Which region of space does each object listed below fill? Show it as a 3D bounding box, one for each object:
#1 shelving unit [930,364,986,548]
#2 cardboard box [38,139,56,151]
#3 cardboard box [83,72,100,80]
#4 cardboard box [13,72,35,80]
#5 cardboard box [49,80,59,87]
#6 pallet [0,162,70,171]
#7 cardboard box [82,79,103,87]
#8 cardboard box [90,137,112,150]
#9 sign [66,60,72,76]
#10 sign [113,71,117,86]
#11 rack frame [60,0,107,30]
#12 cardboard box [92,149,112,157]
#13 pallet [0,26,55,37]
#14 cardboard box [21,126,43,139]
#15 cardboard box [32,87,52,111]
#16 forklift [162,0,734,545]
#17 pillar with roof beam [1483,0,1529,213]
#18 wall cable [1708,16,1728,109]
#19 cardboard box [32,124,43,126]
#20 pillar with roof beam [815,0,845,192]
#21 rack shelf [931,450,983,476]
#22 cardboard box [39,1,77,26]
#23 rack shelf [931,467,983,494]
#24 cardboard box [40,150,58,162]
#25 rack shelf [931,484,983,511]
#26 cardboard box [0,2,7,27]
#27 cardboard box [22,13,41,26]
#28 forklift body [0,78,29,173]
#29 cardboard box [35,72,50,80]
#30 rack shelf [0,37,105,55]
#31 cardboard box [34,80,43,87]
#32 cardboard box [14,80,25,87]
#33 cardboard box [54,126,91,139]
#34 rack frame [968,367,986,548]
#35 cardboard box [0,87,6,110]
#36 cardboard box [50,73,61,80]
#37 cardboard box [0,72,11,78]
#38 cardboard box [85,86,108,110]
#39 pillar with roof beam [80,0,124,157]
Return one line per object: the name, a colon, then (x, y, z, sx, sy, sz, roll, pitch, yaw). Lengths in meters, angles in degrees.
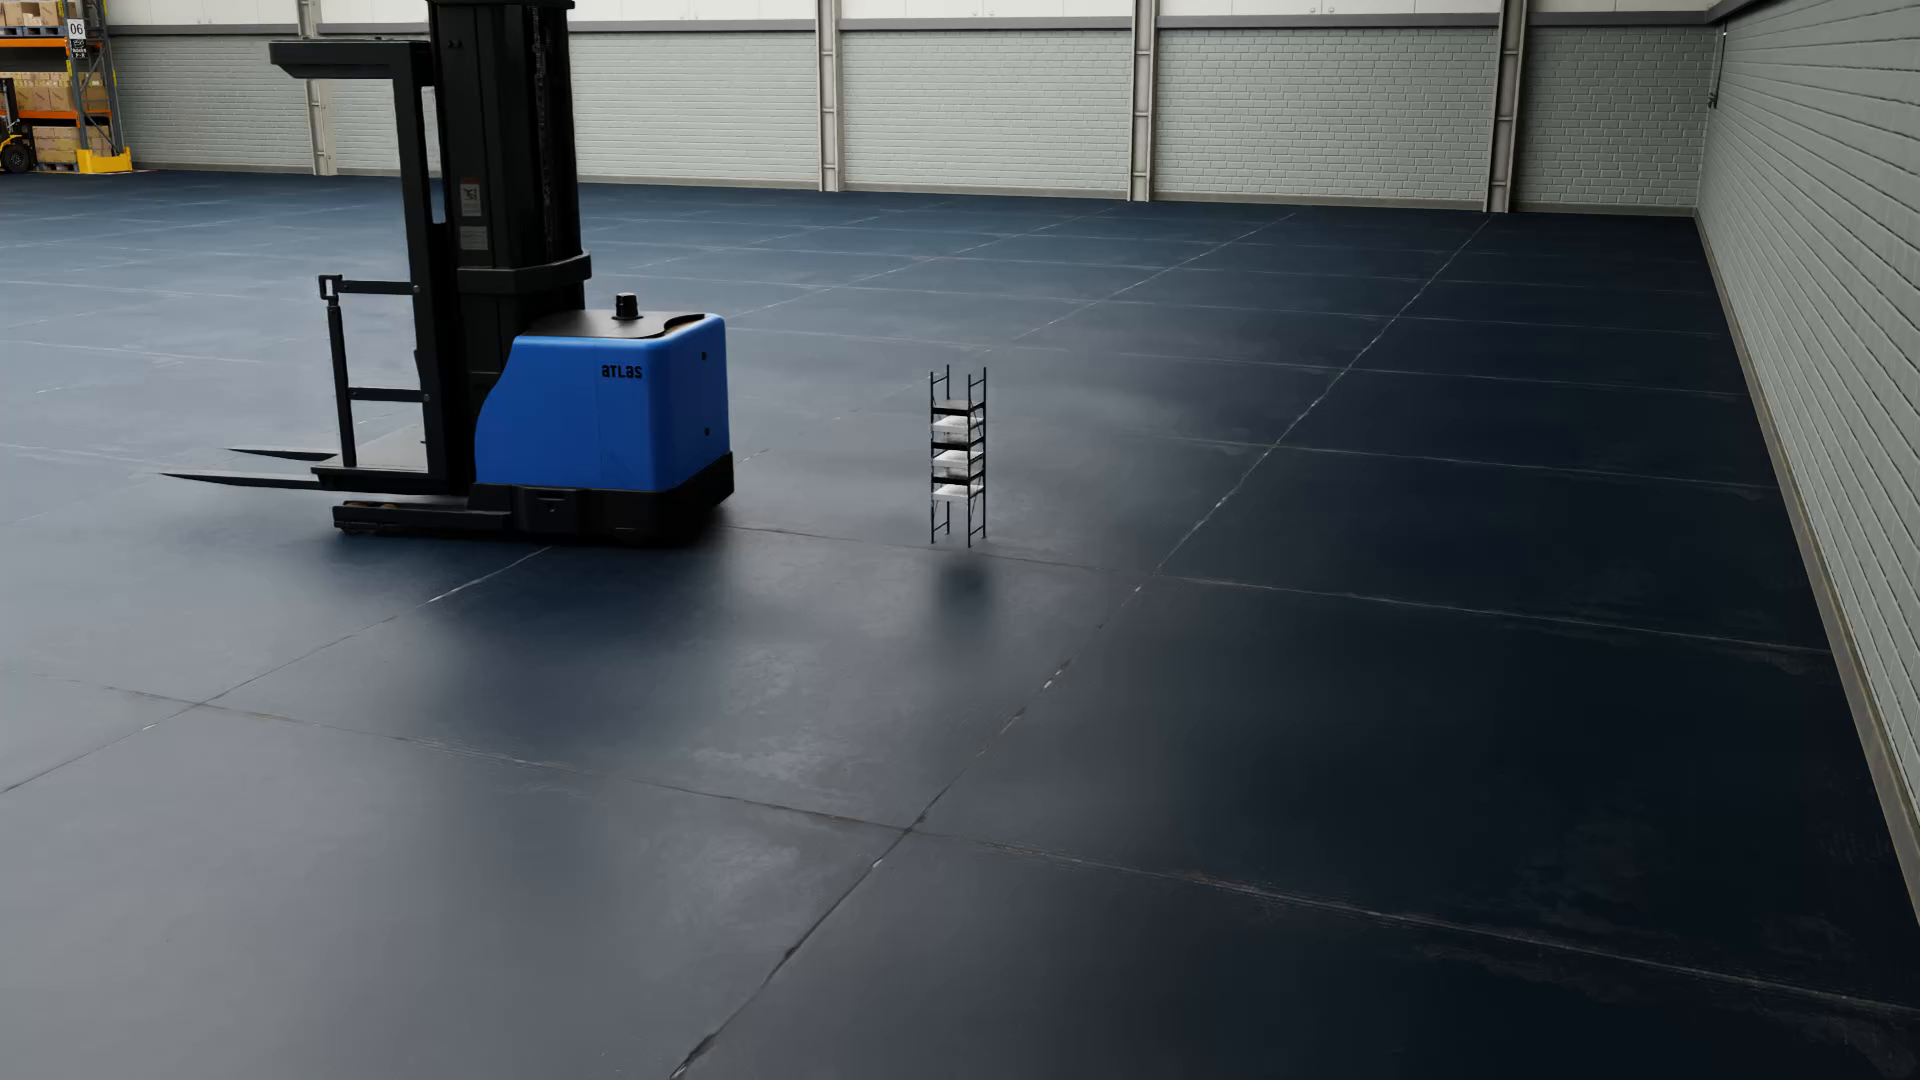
shelving unit: (-0.008, -0.433, 8.551, 0.210, 0.900, 0.258, 6, 17, 21)
cardboard box: (-19.867, -8.709, 36.576, 0.500, 0.250, 0.500, 6, 17, 20)
cardboard box: (-19.071, -10.157, 36.405, 0.250, 0.149, 0.380, 6, 17, 20)
cardboard box: (-20.472, -10.154, 36.394, 0.250, 0.149, 0.380, 7, 17, 22)
cardboard box: (-19.511, -9.906, 36.073, 0.250, 0.149, 0.380, 7, 17, 22)
pallet: (-20.695, -8.419, 37.294, 1.213, 0.211, 1.003, 6, 17, 21)
cardboard box: (-19.058, -10.027, 36.489, 0.250, 0.149, 0.380, 6, 17, 19)
cardboard box: (-19.198, -8.788, 36.848, 0.500, 0.250, 0.500, 7, 17, 22)
sign: (-19.049, -10.096, 35.568, 0.005, 0.325, 0.100, 6, 17, 21)
sign: (-18.628, -10.162, 36.604, 0.005, 0.325, 0.100, 6, 17, 21)
rack frame: (-18.837, -12.446, 35.405, 0.127, 3.000, 1.000, 6, 17, 21)
cardboard box: (-19.222, -8.547, 36.914, 0.500, 0.250, 0.500, 6, 17, 21)
pallet: (-20.624, -11.167, 36.537, 1.213, 0.211, 1.003, 6, 17, 21)
cardboard box: (-20.330, -8.993, 36.654, 0.500, 0.250, 0.500, 7, 17, 21)
cardboard box: (-19.871, -9.651, 36.358, 0.500, 0.500, 0.500, 7, 18, 22)
forklift: (-2.839, -1.569, 8.821, 3.031, 2.935, 1.130, 3, 16, 11)
pillar with roof beam: (7.174, -8.566, 22.039, 0.400, 9.000, 9.100, 6, 17, 21)
wall cable: (11.009, -7.547, 24.098, 0.112, 2.526, 3.097, 6, 17, 21)
cardboard box: (-20.616, -9.183, 37.311, 0.500, 0.250, 0.500, 6, 17, 20)
pillar with roof beam: (-3.989, -9.793, 26.267, 0.400, 9.000, 9.100, 6, 17, 21)
rack shelf: (-0.008, -0.401, 8.560, 0.200, 0.077, 0.258, 6, 17, 21)
cardboard box: (-19.338, -11.286, 35.675, 0.500, 0.500, 0.500, 7, 18, 22)
rack shelf: (-0.008, -0.315, 8.585, 0.200, 0.077, 0.258, 6, 17, 21)
cardboard box: (-19.849, -8.466, 36.634, 0.500, 0.250, 0.500, 6, 17, 21)
rack shelf: (-0.008, -0.228, 8.611, 0.200, 0.077, 0.258, 6, 17, 21)
cardboard box: (-20.785, -11.488, 36.366, 0.637, 0.503, 0.797, 7, 18, 22)
cardboard box: (-19.955, -11.223, 35.880, 0.258, 0.266, 0.396, 6, 17, 21)
forklift body: (-21.271, -8.878, 35.399, 1.214, 2.155, 2.313, 6, 17, 21)
cardboard box: (-19.946, -10.131, 36.315, 0.250, 0.149, 0.380, 6, 17, 21)
rack shelf: (-20.698, -10.865, 36.629, 4.000, 0.370, 1.077, 6, 17, 21)
cardboard box: (-19.956, -9.977, 36.316, 0.250, 0.149, 0.380, 6, 17, 20)
cardboard box: (-20.465, -10.012, 36.439, 0.250, 0.149, 0.380, 6, 17, 21)
cardboard box: (-19.380, -8.893, 36.311, 0.500, 0.250, 0.500, 7, 18, 22)
rack frame: (0.087, -0.423, 8.515, 0.006, 0.900, 0.240, 6, 17, 21)
cardboard box: (-20.819, -9.752, 36.705, 0.500, 0.500, 0.500, 6, 17, 21)
cardboard box: (-19.489, -10.067, 36.093, 0.250, 0.149, 0.380, 6, 17, 21)
cardboard box: (-20.905, -10.235, 36.673, 0.250, 0.149, 0.380, 6, 17, 21)
cardboard box: (-19.196, -9.736, 36.651, 0.500, 0.500, 0.500, 7, 18, 22)
pillar with roof beam: (-20.734, -11.635, 32.610, 0.400, 9.000, 9.100, 6, 17, 21)
